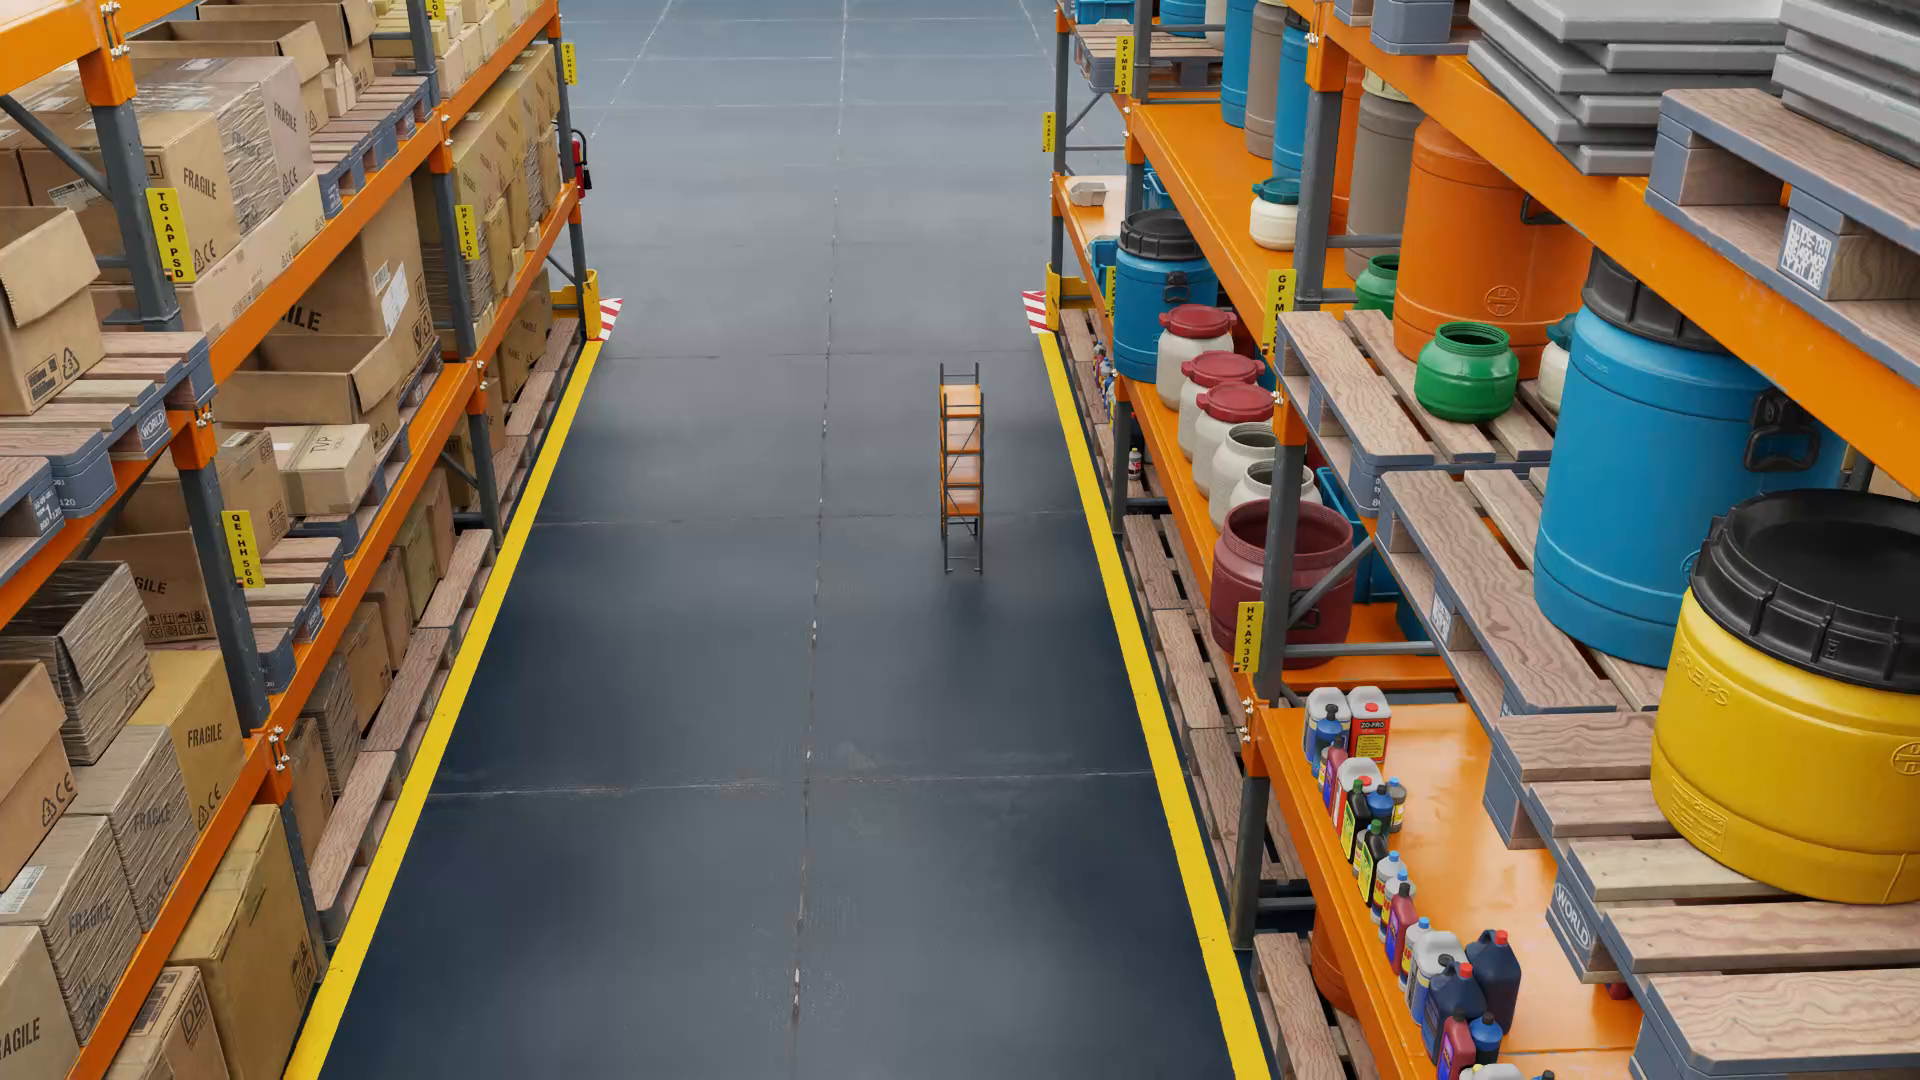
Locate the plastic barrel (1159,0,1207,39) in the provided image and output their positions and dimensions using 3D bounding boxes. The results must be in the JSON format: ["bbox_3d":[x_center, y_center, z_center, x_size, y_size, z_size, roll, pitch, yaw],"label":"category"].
[{"bbox_3d":[1.547,-3.602,10.234,0.600,0.901,0.708,-1,28,-3],"label":"plastic barrel"}]

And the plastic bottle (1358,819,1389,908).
[{"bbox_3d":[1.399,1.089,5.607,0.061,0.283,0.133,-1,28,-3],"label":"plastic bottle"}]

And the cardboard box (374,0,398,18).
[{"bbox_3d":[-3.762,-3.352,10.483,0.380,0.149,0.250,0,28,-1],"label":"cardboard box"}]

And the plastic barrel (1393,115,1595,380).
[{"bbox_3d":[1.728,-0.998,5.320,0.600,0.830,0.708,-1,28,-3],"label":"plastic barrel"}]

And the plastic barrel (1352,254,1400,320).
[{"bbox_3d":[1.637,-0.928,6.272,0.294,0.245,0.294,0,28,0],"label":"plastic barrel"}]

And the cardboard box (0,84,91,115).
[{"bbox_3d":[-3.557,-1.481,6.516,0.500,0.500,0.500,-1,28,-3],"label":"cardboard box"}]

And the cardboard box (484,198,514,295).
[{"bbox_3d":[-3.407,-1.899,10.779,0.875,0.500,0.500,-1,28,-3],"label":"cardboard box"}]

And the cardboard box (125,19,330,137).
[{"bbox_3d":[-3.478,-2.189,7.956,0.797,0.503,0.637,0,28,-1],"label":"cardboard box"}]

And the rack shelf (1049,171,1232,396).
[{"bbox_3d":[1.388,-2.006,12.192,1.077,0.370,4.000,-1,28,-3],"label":"rack shelf"}]

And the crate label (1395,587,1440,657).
[{"bbox_3d":[2.054,0.317,7.142,0.303,0.233,0.416,-1,28,-3],"label":"crate label"}]

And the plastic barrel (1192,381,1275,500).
[{"bbox_3d":[1.384,-0.476,8.333,0.433,0.535,0.433,0,28,0],"label":"plastic barrel"}]

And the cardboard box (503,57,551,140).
[{"bbox_3d":[-3.355,-3.269,12.326,0.500,0.500,0.500,-1,28,-3],"label":"cardboard box"}]

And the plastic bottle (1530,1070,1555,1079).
[{"bbox_3d":[1.626,1.594,4.652,0.097,0.271,0.097,0,28,0],"label":"plastic bottle"}]

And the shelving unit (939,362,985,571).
[{"bbox_3d":[0.009,-0.456,10.388,0.258,1.200,0.503,-1,28,-3],"label":"shelving unit"}]

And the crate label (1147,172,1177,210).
[{"bbox_3d":[1.650,-2.421,12.171,0.502,0.435,0.616,-1,28,-3],"label":"crate label"}]

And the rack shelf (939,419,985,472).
[{"bbox_3d":[0.009,-0.594,10.316,0.258,0.148,0.480,-1,28,-3],"label":"rack shelf"}]

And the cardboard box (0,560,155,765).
[{"bbox_3d":[-3.223,0.415,5.580,0.797,0.503,0.637,0,28,-1],"label":"cardboard box"}]

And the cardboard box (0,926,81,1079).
[{"bbox_3d":[-2.896,1.448,4.683,0.500,0.500,0.500,-1,28,-2],"label":"cardboard box"}]

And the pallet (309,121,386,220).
[{"bbox_3d":[-3.471,-1.762,7.906,1.213,0.211,1.003,-1,28,-3],"label":"pallet"}]

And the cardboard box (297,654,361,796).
[{"bbox_3d":[-3.342,0.914,8.043,0.700,0.500,0.500,-4,28,-7],"label":"cardboard box"}]

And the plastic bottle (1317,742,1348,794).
[{"bbox_3d":[1.385,0.841,6.171,0.097,0.201,0.097,0,28,0],"label":"plastic bottle"}]

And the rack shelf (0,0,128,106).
[{"bbox_3d":[-3.141,-0.674,3.584,1.077,0.370,4.000,-1,28,-3],"label":"rack shelf"}]

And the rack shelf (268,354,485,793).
[{"bbox_3d":[-3.349,-0.039,8.421,1.077,0.370,4.000,-1,28,-3],"label":"rack shelf"}]

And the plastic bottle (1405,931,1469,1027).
[{"bbox_3d":[1.473,1.349,5.116,0.152,0.276,0.135,-1,28,-3],"label":"plastic bottle"}]

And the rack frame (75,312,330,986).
[{"bbox_3d":[-3.245,0.566,6.484,1.000,3.000,0.127,-1,28,-3],"label":"rack frame"}]

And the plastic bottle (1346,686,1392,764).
[{"bbox_3d":[1.553,0.705,6.351,0.152,0.276,0.135,-1,28,-3],"label":"plastic bottle"}]

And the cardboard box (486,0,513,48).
[{"bbox_3d":[-3.305,-3.476,11.152,0.500,0.250,0.500,-2,28,-4],"label":"cardboard box"}]

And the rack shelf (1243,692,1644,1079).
[{"bbox_3d":[1.806,1.689,5.109,1.077,0.370,4.000,-1,28,-3],"label":"rack shelf"}]

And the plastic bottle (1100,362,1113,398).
[{"bbox_3d":[1.090,-1.184,12.314,0.097,0.271,0.097,0,28,0],"label":"plastic bottle"}]

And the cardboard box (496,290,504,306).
[{"bbox_3d":[-3.228,-1.622,10.951,0.380,0.149,0.250,-1,28,-3],"label":"cardboard box"}]

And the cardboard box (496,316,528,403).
[{"bbox_3d":[-3.568,-1.353,12.412,0.500,0.500,0.500,1,28,2],"label":"cardboard box"}]

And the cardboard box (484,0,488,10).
[{"bbox_3d":[-3.269,-3.481,10.729,0.380,0.149,0.250,-2,28,-4],"label":"cardboard box"}]

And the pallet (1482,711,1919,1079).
[{"bbox_3d":[1.772,0.688,3.211,1.213,0.211,1.003,-1,28,-3],"label":"pallet"}]

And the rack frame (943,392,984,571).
[{"bbox_3d":[0.021,-0.343,10.172,0.240,1.200,0.015,-1,28,-3],"label":"rack frame"}]

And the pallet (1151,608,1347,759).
[{"bbox_3d":[1.639,0.762,9.123,1.003,0.211,1.213,-1,28,-3],"label":"pallet"}]

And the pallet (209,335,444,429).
[{"bbox_3d":[-3.559,-0.840,9.386,1.003,0.211,1.213,-1,28,-3],"label":"pallet"}]

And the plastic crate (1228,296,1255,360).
[{"bbox_3d":[1.823,-1.213,9.825,0.402,0.464,0.583,-1,28,-3],"label":"plastic crate"}]

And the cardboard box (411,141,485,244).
[{"bbox_3d":[-3.223,-2.115,10.113,0.500,0.500,0.500,-1,28,-3],"label":"cardboard box"}]

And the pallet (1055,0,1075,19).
[{"bbox_3d":[1.229,-4.110,12.410,1.003,0.211,1.213,-1,28,-3],"label":"pallet"}]

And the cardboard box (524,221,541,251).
[{"bbox_3d":[-3.258,-2.201,12.059,0.380,0.149,0.250,-1,28,-3],"label":"cardboard box"}]

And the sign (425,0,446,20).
[{"bbox_3d":[-2.900,-3.030,9.150,0.100,0.325,0.005,-1,28,-3],"label":"sign"}]

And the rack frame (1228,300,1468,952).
[{"bbox_3d":[1.701,0.446,6.713,1.000,3.000,0.127,-1,28,-3],"label":"rack frame"}]

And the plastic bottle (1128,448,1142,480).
[{"bbox_3d":[1.162,-0.515,11.107,0.097,0.201,0.097,0,28,0],"label":"plastic bottle"}]

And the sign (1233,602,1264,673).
[{"bbox_3d":[1.152,0.390,6.644,0.100,0.325,0.005,-1,28,-3],"label":"sign"}]

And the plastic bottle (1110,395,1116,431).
[{"bbox_3d":[1.144,-0.950,11.778,0.144,0.351,0.185,-2,28,-3],"label":"plastic bottle"}]

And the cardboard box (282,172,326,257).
[{"bbox_3d":[-3.078,-1.395,7.162,0.500,0.250,0.500,-1,28,-2],"label":"cardboard box"}]

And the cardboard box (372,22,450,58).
[{"bbox_3d":[-3.163,-2.879,9.576,0.380,0.149,0.250,-2,28,-4],"label":"cardboard box"}]

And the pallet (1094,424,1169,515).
[{"bbox_3d":[1.499,-0.476,11.496,1.003,0.211,1.213,-1,28,-3],"label":"pallet"}]

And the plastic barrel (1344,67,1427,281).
[{"bbox_3d":[1.875,-1.491,6.641,0.600,0.901,0.600,0,28,0],"label":"plastic barrel"}]

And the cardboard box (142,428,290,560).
[{"bbox_3d":[-3.442,-0.169,7.329,0.700,0.500,0.500,3,28,5],"label":"cardboard box"}]
